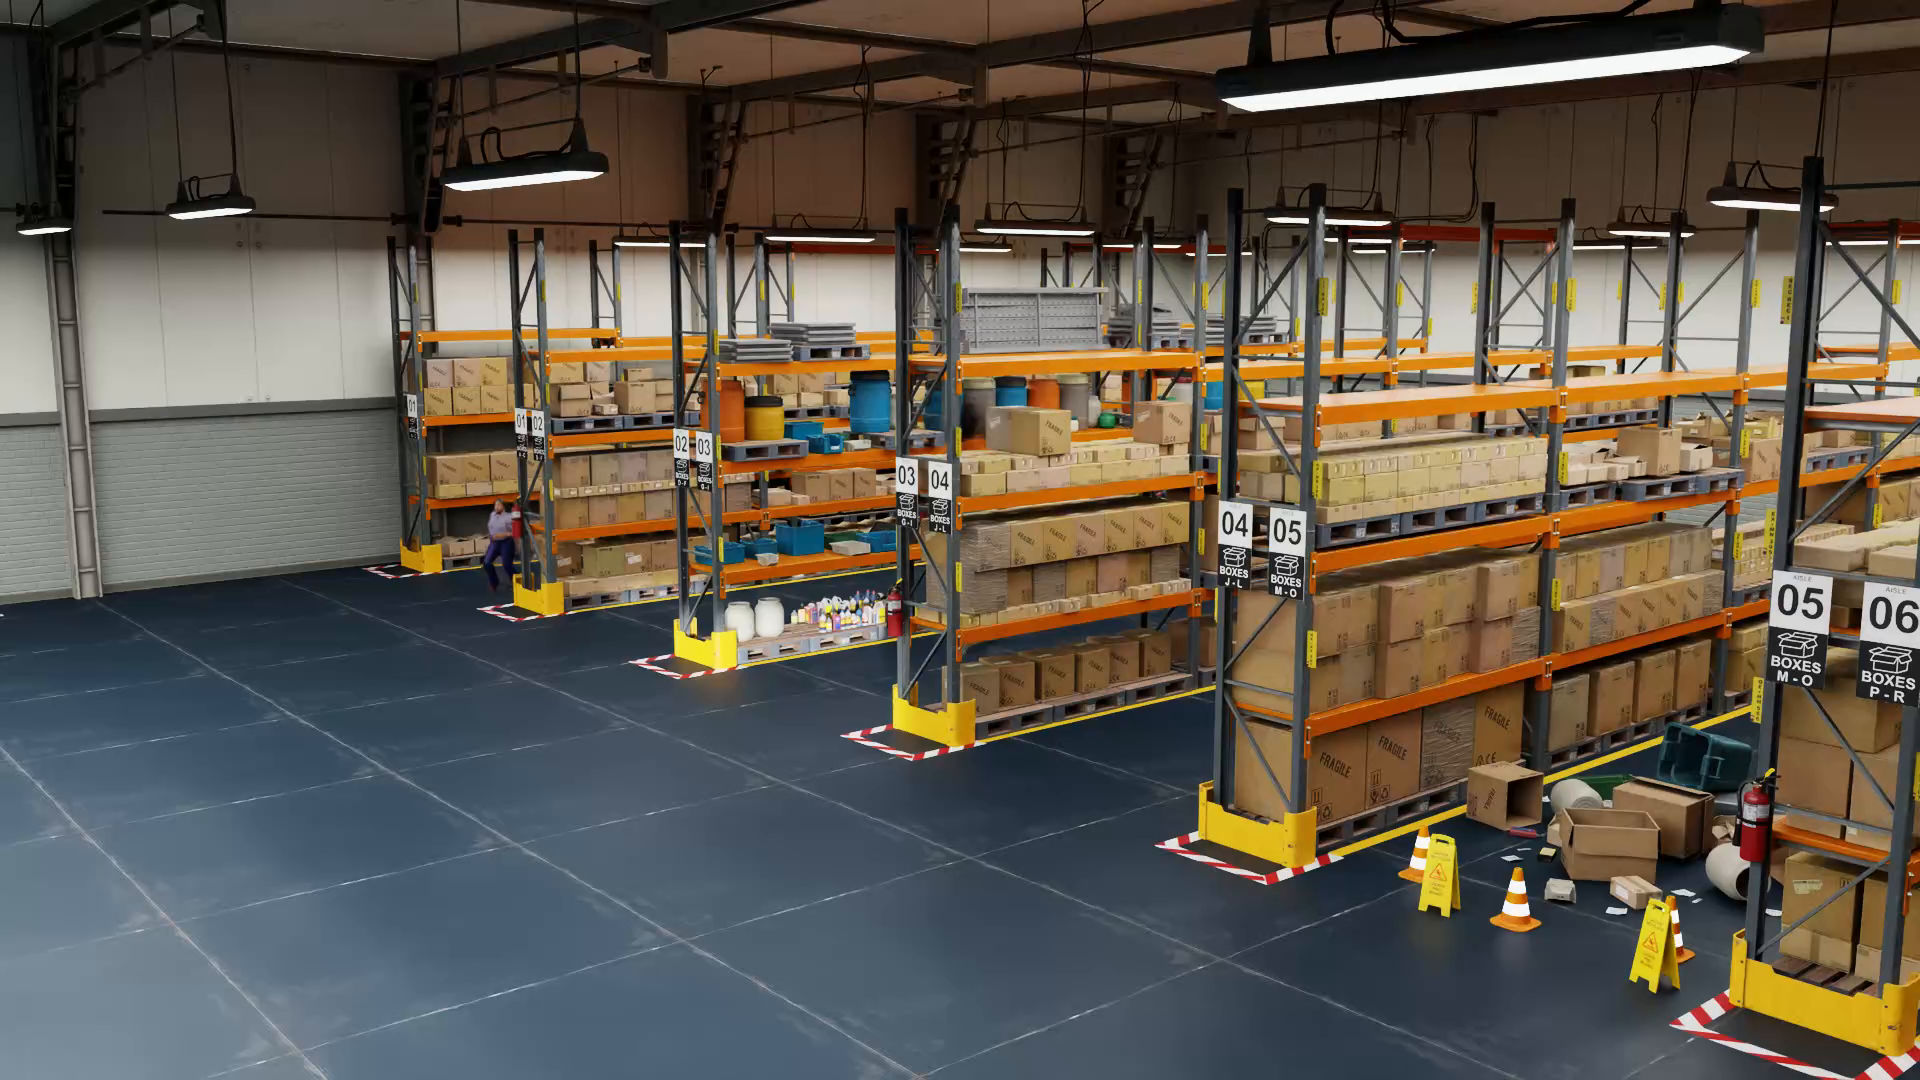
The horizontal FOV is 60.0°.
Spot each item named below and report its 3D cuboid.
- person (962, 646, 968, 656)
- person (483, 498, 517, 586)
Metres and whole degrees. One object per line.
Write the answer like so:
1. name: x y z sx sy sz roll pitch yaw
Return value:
1. person: 0.174 0.769 23.549 0.693 1.691 1.006 4 10 23
2. person: -7.672 0.032 27.887 0.582 1.502 0.763 3 9 17
